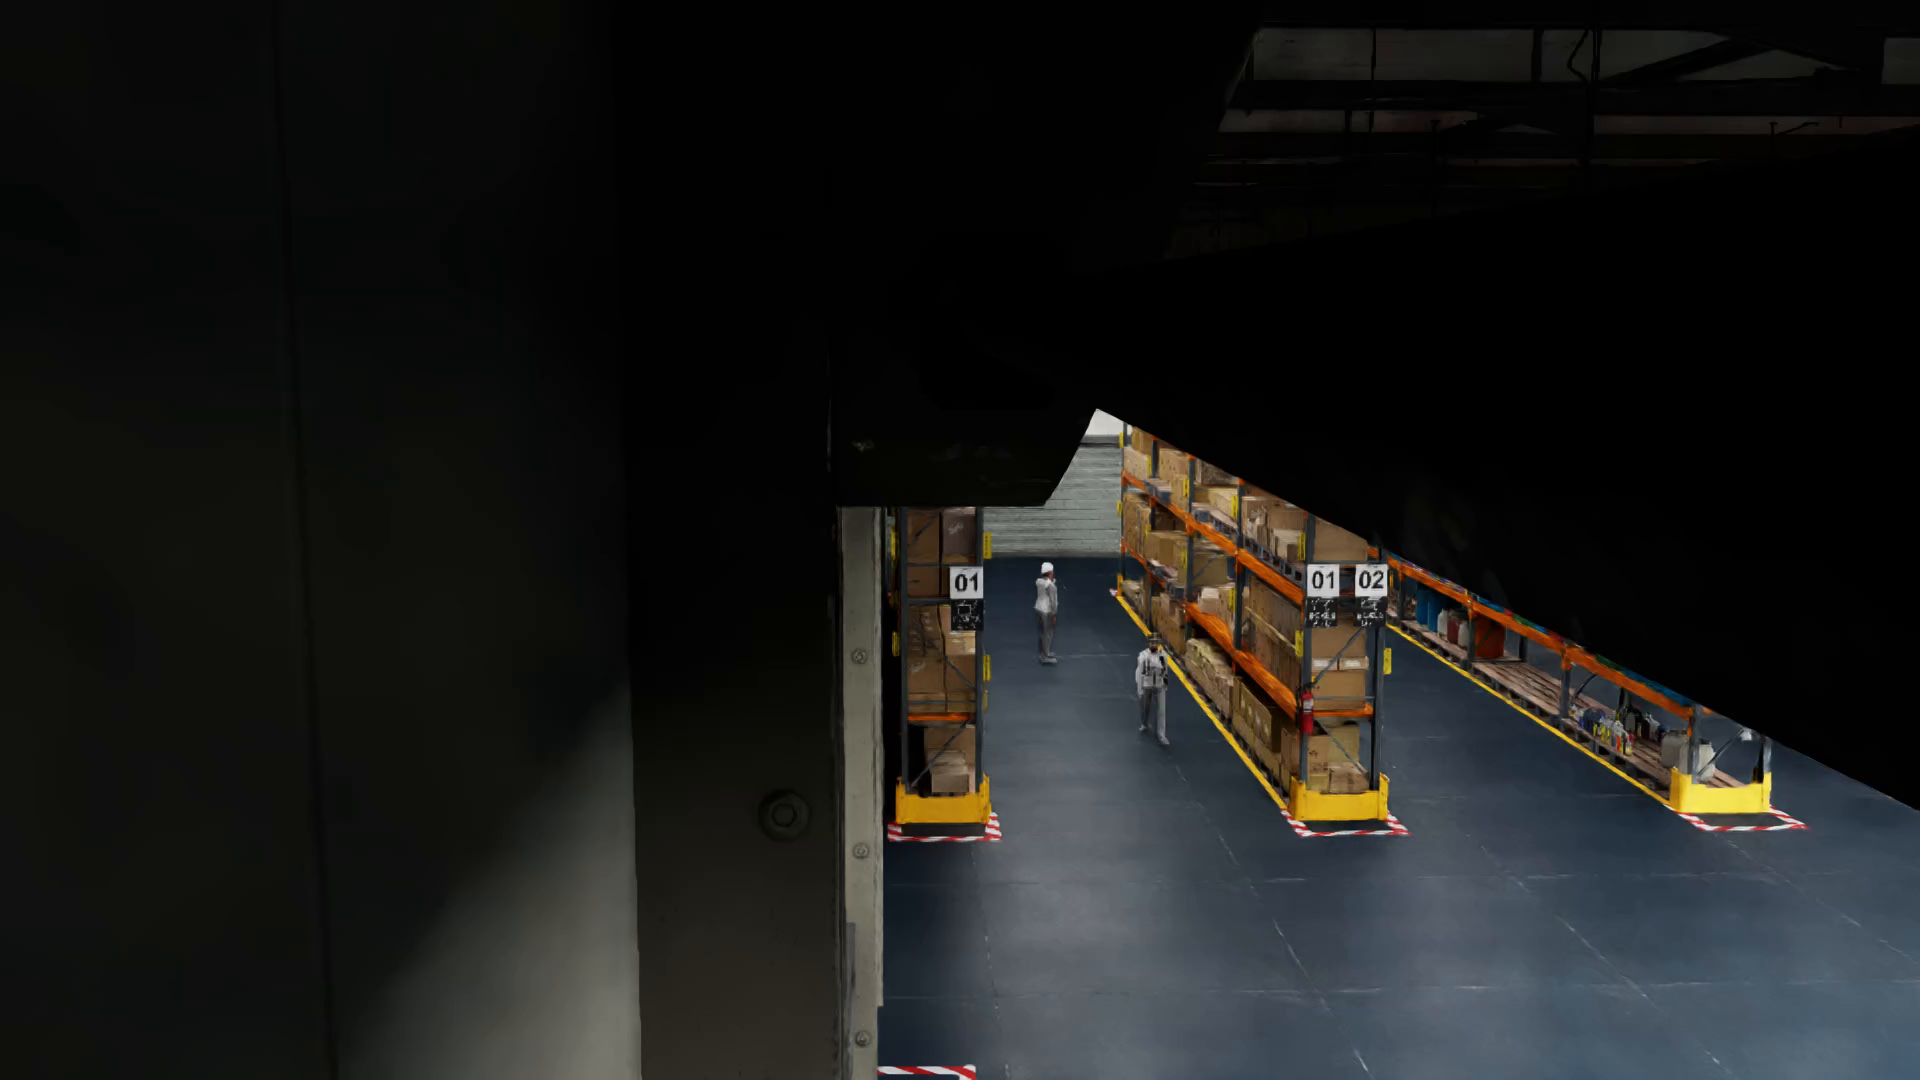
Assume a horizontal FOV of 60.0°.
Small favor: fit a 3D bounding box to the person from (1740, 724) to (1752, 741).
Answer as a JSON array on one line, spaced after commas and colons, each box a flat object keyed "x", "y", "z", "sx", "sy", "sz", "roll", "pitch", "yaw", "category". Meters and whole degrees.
[{"x": 11.799, "y": 2.150, "z": 24.083, "sx": 0.735, "sy": 1.617, "sz": 0.896, "roll": -3, "pitch": 8, "yaw": -18, "category": "person"}]

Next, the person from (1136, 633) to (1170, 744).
[{"x": 2.813, "y": 2.120, "z": 24.312, "sx": 0.495, "sy": 1.589, "sz": 1.086, "roll": 0, "pitch": 8, "yaw": 0, "category": "person"}]

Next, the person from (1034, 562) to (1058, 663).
[{"x": 1.586, "y": 1.271, "z": 29.675, "sx": 0.466, "sy": 1.777, "sz": 0.595, "roll": -4, "pitch": 9, "yaw": -27, "category": "person"}]
